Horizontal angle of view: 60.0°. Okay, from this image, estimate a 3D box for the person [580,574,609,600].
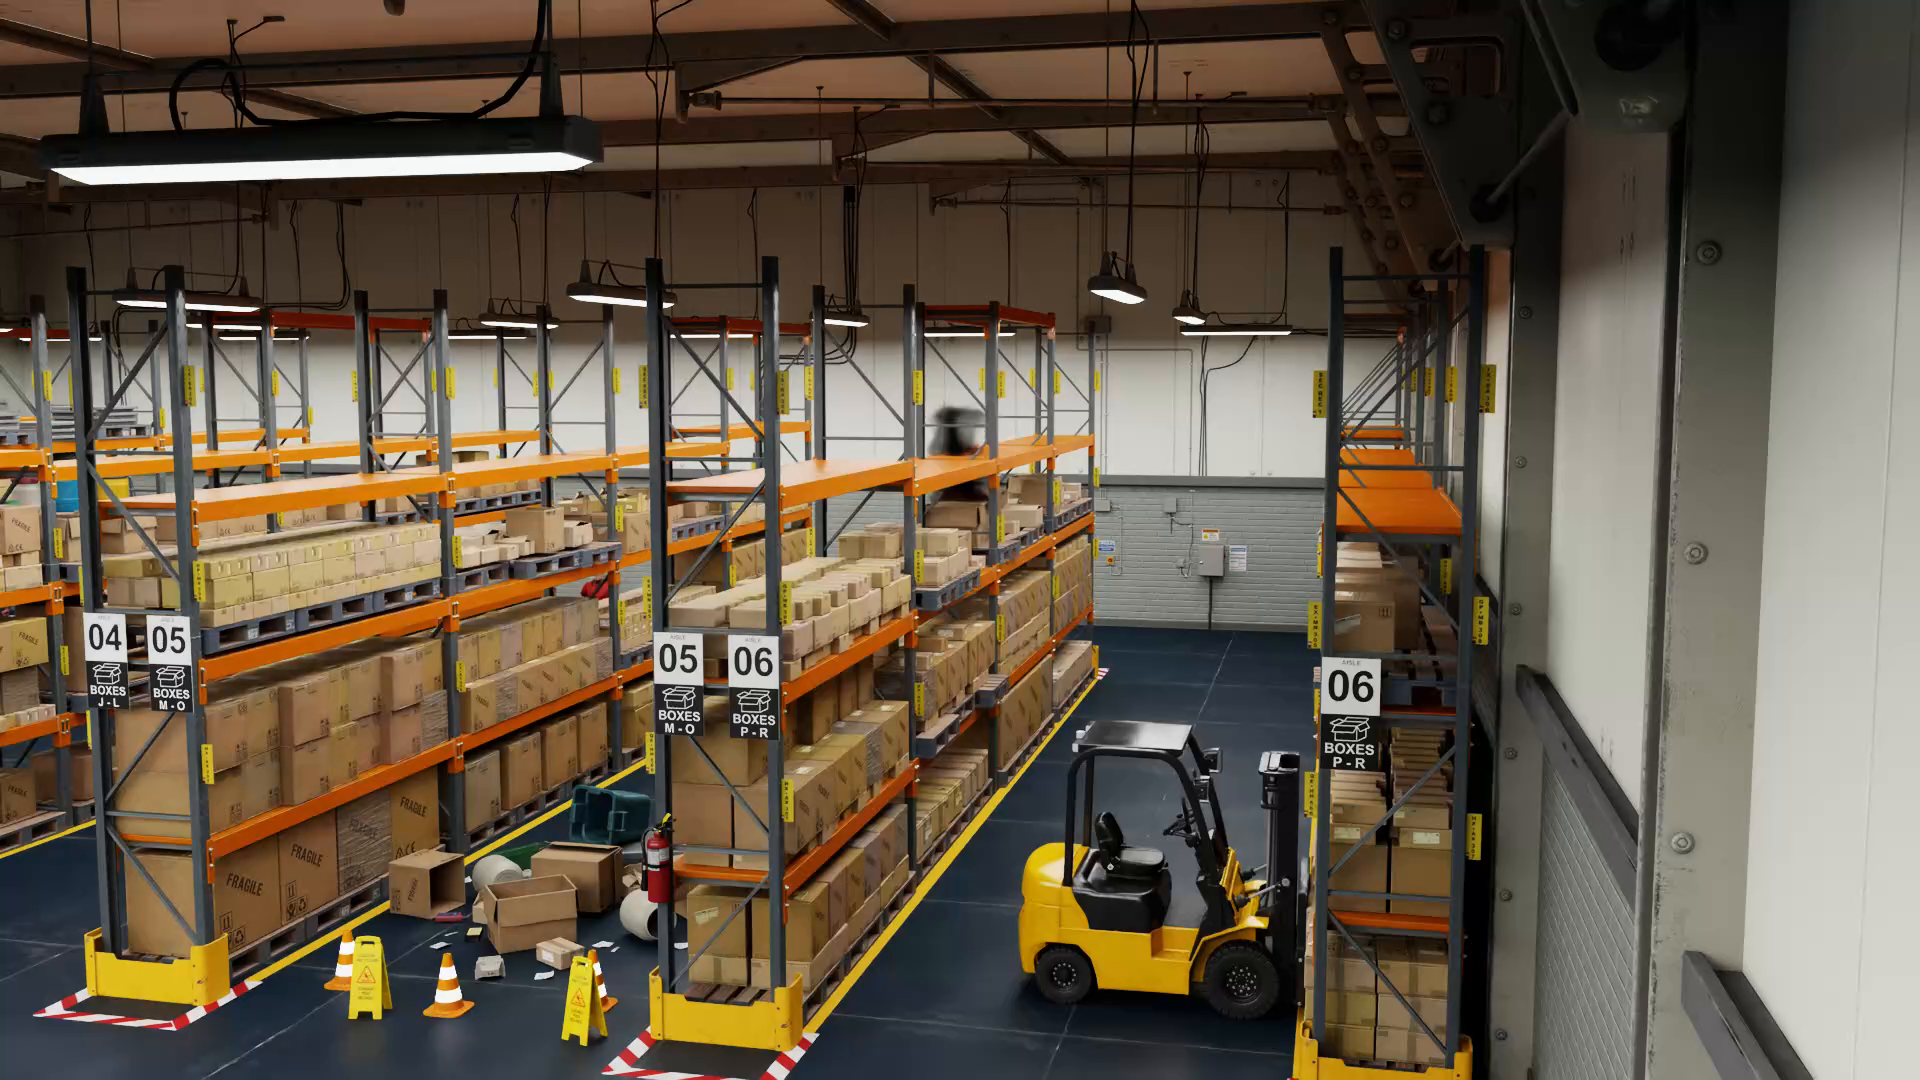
[{"bbox_3d":[-6.461,1.337,29.780,0.677,1.686,0.636,0,6,-2],"label":"person"}]
